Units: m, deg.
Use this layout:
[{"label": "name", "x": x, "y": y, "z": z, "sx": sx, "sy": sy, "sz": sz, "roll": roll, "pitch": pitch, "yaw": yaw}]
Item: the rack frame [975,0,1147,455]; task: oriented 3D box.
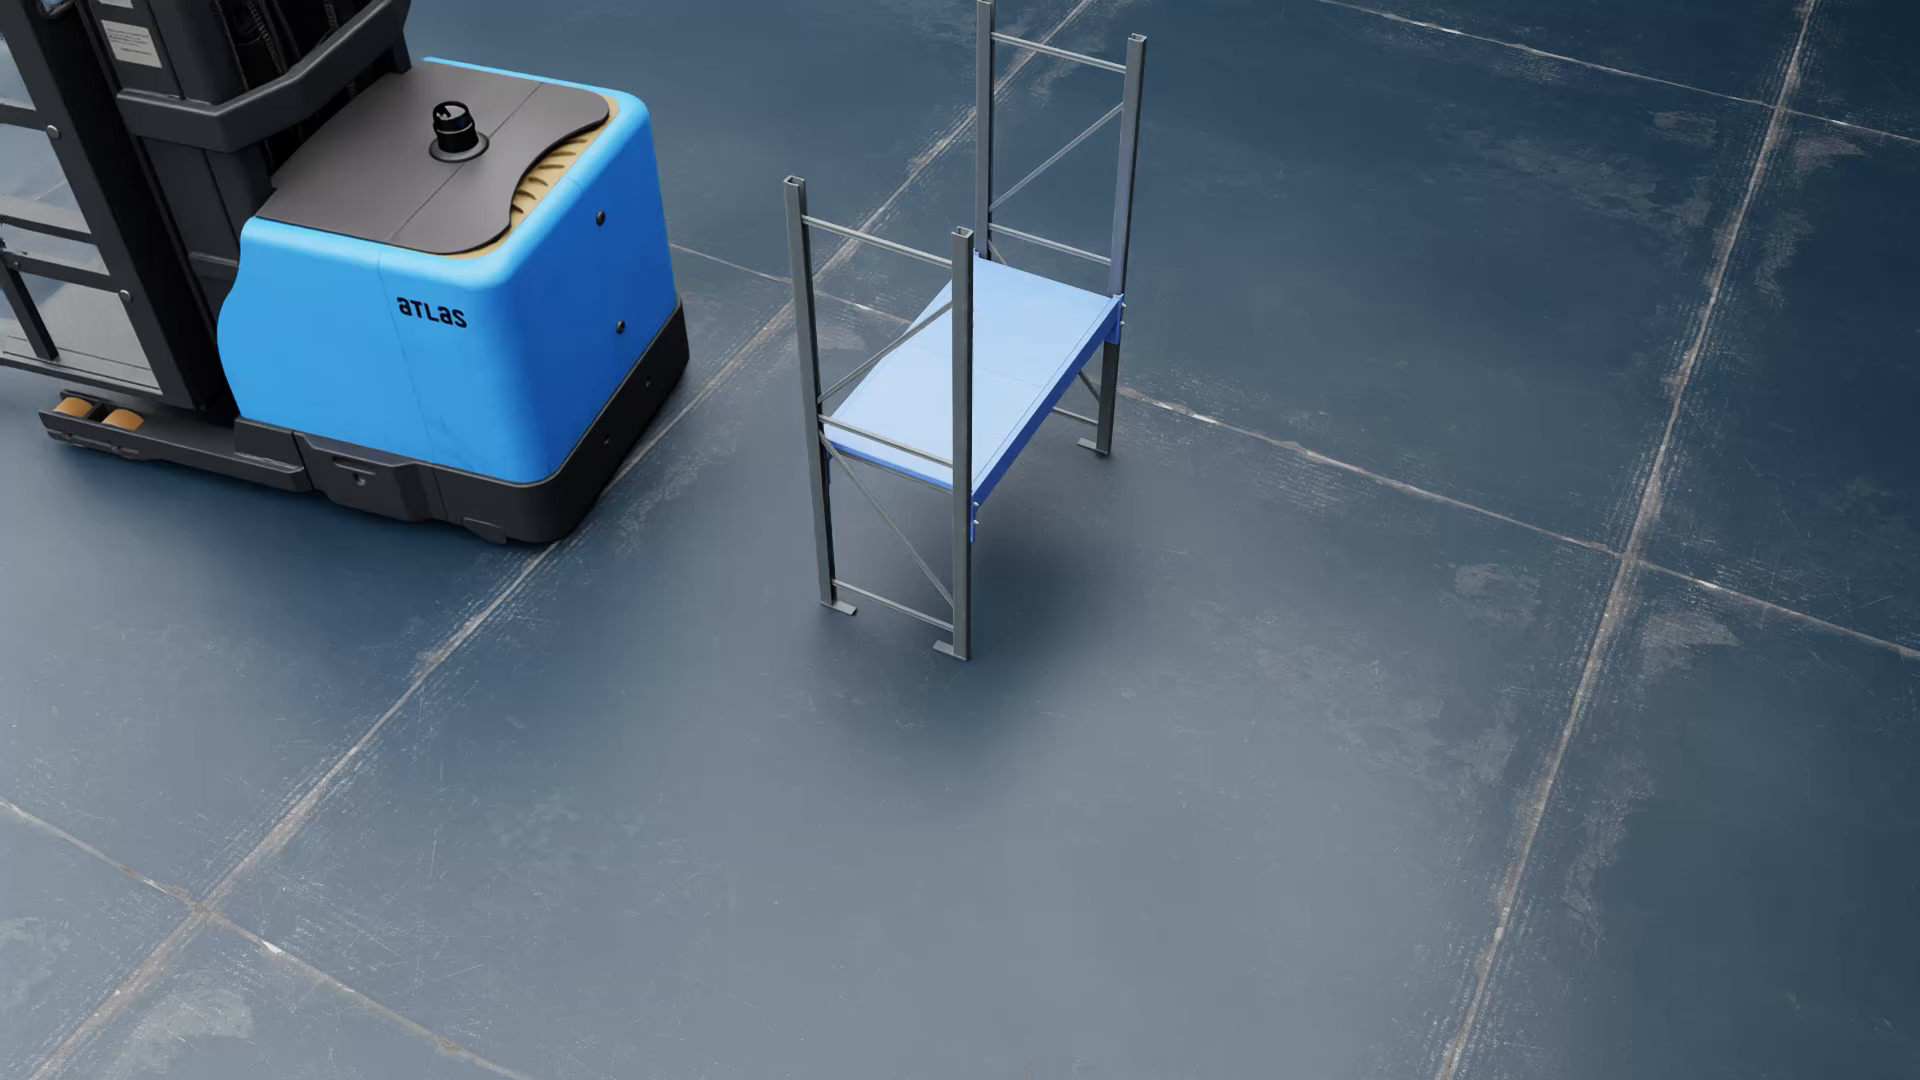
[{"label": "rack frame", "x": 0.276, "y": -0.901, "z": 5.086, "sx": 0.500, "sy": 1.500, "sz": 0.032, "roll": 20, "pitch": 49, "yaw": 19}]

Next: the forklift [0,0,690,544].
[{"label": "forklift", "x": -2.513, "y": -1.641, "z": 4.811, "sx": 3.031, "sy": 2.935, "sz": 1.130, "roll": 13, "pitch": 47, "yaw": 13}]

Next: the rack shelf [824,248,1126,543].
[{"label": "rack shelf", "x": 0.040, "y": -0.455, "z": 4.898, "sx": 0.538, "sy": 0.185, "sz": 1.000, "roll": 20, "pitch": 49, "yaw": 19}]

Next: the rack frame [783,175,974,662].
[{"label": "rack frame", "x": -0.196, "y": -0.261, "z": 4.453, "sx": 0.500, "sy": 1.500, "sz": 0.032, "roll": 20, "pitch": 49, "yaw": 19}]

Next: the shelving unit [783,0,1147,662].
[{"label": "shelving unit", "x": 0.040, "y": -0.581, "z": 4.770, "sx": 0.538, "sy": 1.500, "sz": 1.048, "roll": 20, "pitch": 49, "yaw": 19}]
